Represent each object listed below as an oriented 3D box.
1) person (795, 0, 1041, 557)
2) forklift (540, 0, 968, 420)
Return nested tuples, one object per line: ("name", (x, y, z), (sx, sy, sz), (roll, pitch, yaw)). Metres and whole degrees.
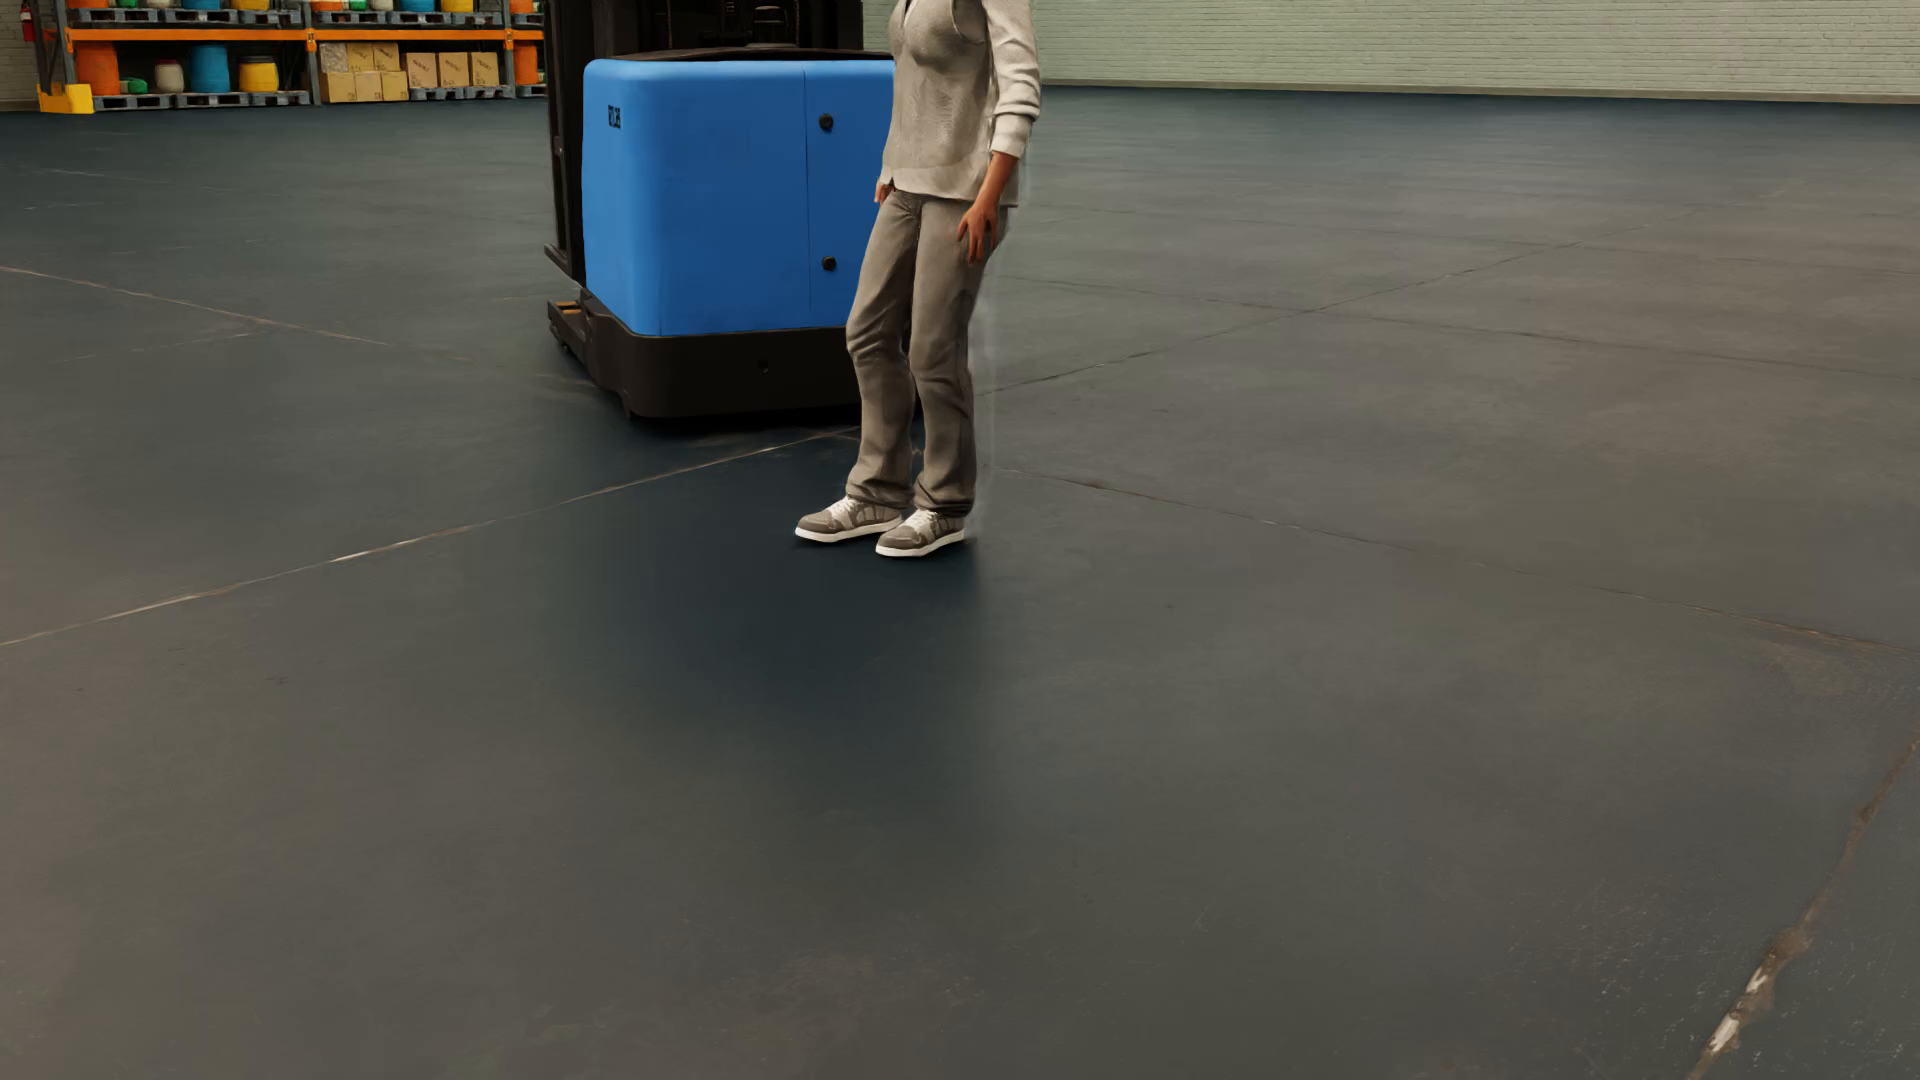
("person", (-0.116, -0.746, 3.670), (0.489, 1.588, 0.528), (-7, 18, -21))
("forklift", (-0.961, -2.146, 5.964), (1.130, 2.935, 3.031), (-6, 18, -19))
